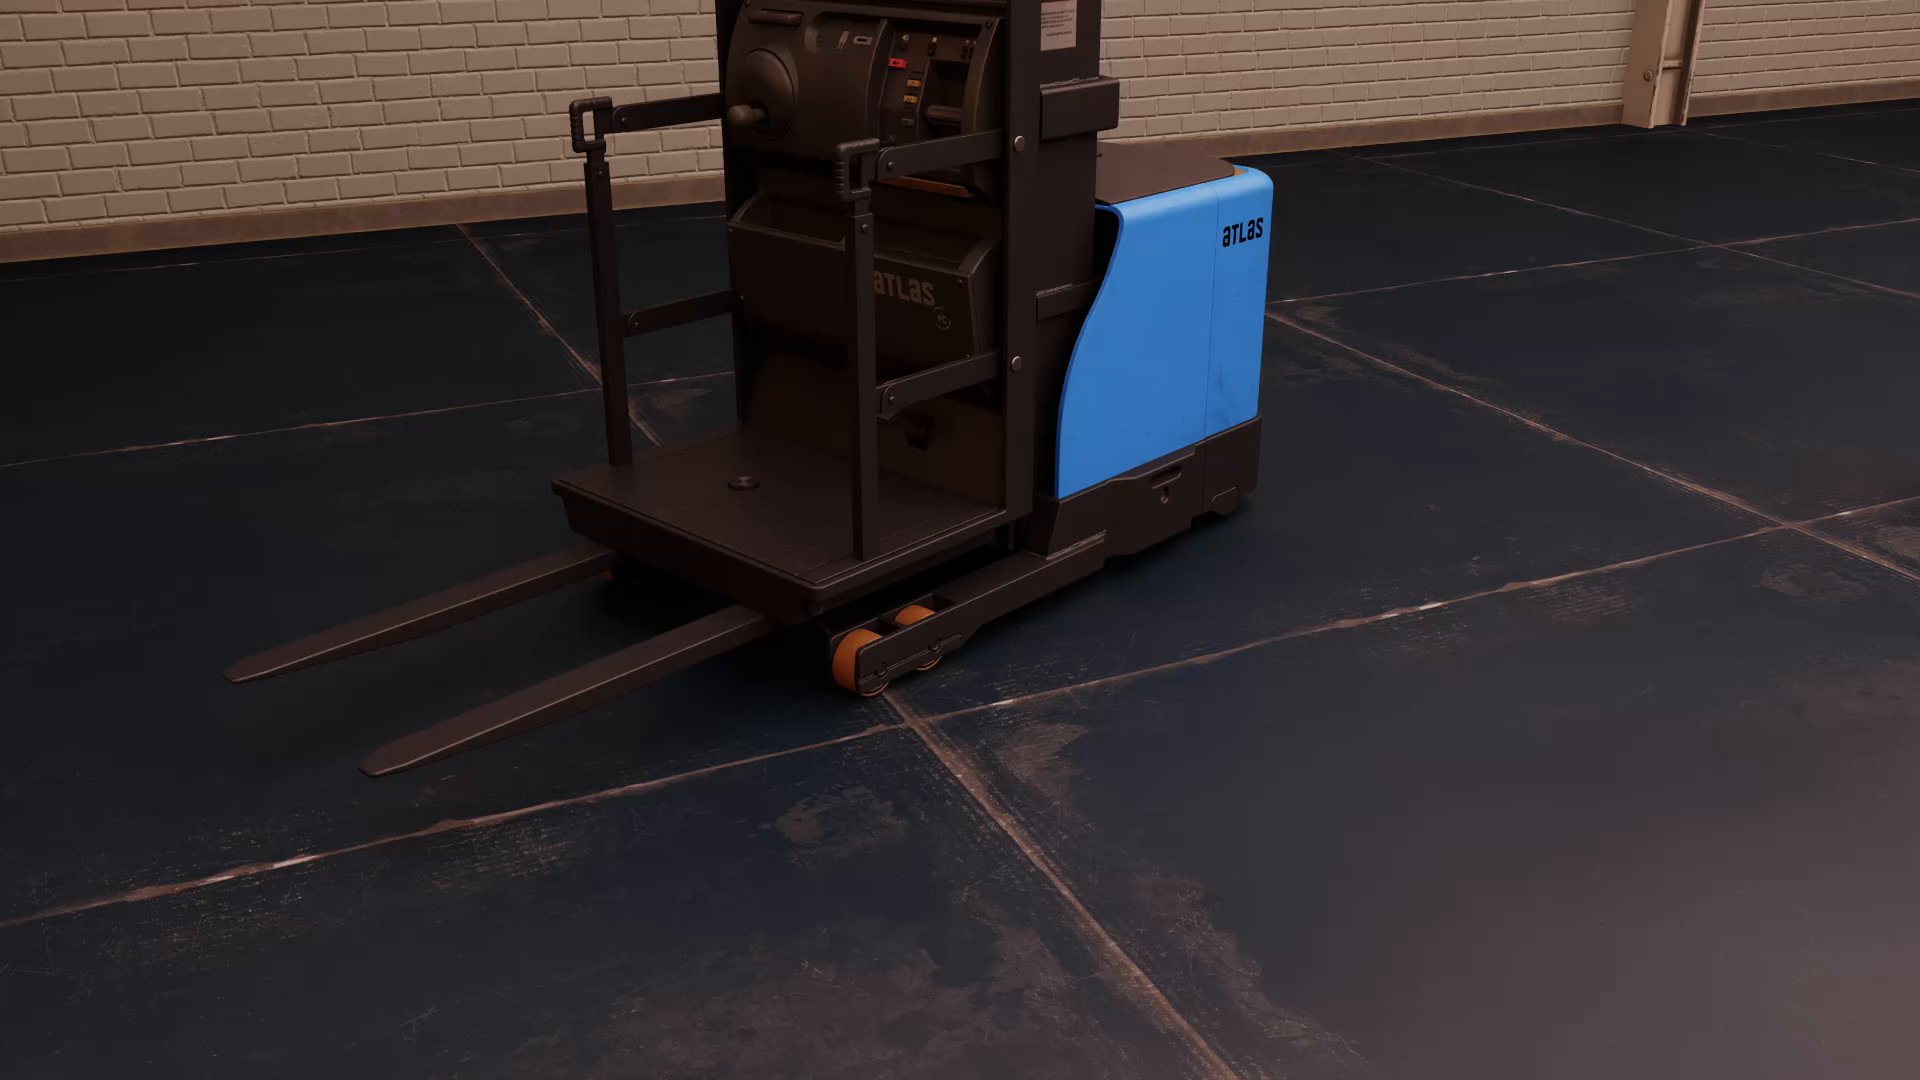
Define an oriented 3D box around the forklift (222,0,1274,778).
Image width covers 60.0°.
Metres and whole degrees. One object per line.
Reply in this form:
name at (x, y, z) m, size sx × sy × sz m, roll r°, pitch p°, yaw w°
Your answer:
forklift at (-0.413, -1.182, 4.131) m, size 1.130 × 2.935 × 3.031 m, roll 19°, pitch 29°, yaw 39°
